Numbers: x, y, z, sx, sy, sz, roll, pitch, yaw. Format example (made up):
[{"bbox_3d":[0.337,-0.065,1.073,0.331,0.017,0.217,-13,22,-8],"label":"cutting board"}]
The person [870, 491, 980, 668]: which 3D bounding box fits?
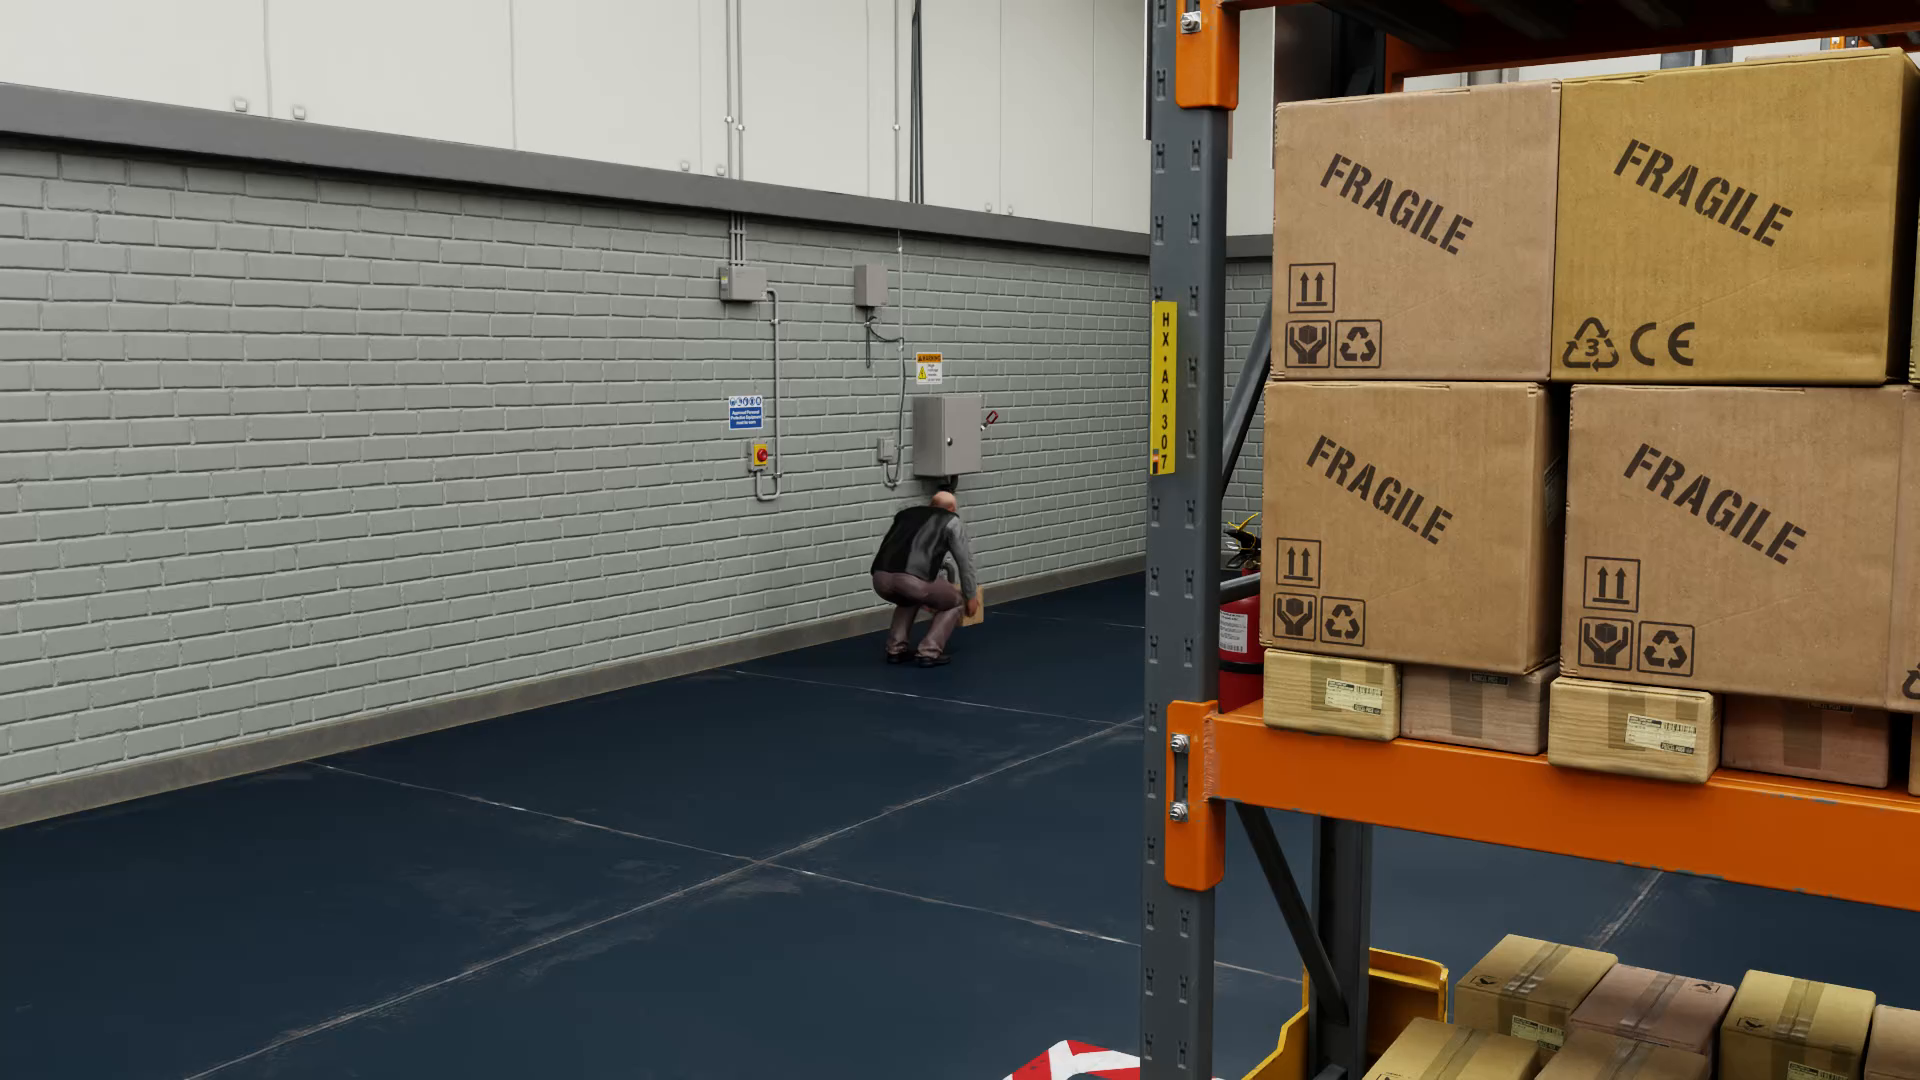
[{"bbox_3d":[-0.263,0.250,10.957,0.560,1.104,0.824,4,7,33],"label":"person"}]
